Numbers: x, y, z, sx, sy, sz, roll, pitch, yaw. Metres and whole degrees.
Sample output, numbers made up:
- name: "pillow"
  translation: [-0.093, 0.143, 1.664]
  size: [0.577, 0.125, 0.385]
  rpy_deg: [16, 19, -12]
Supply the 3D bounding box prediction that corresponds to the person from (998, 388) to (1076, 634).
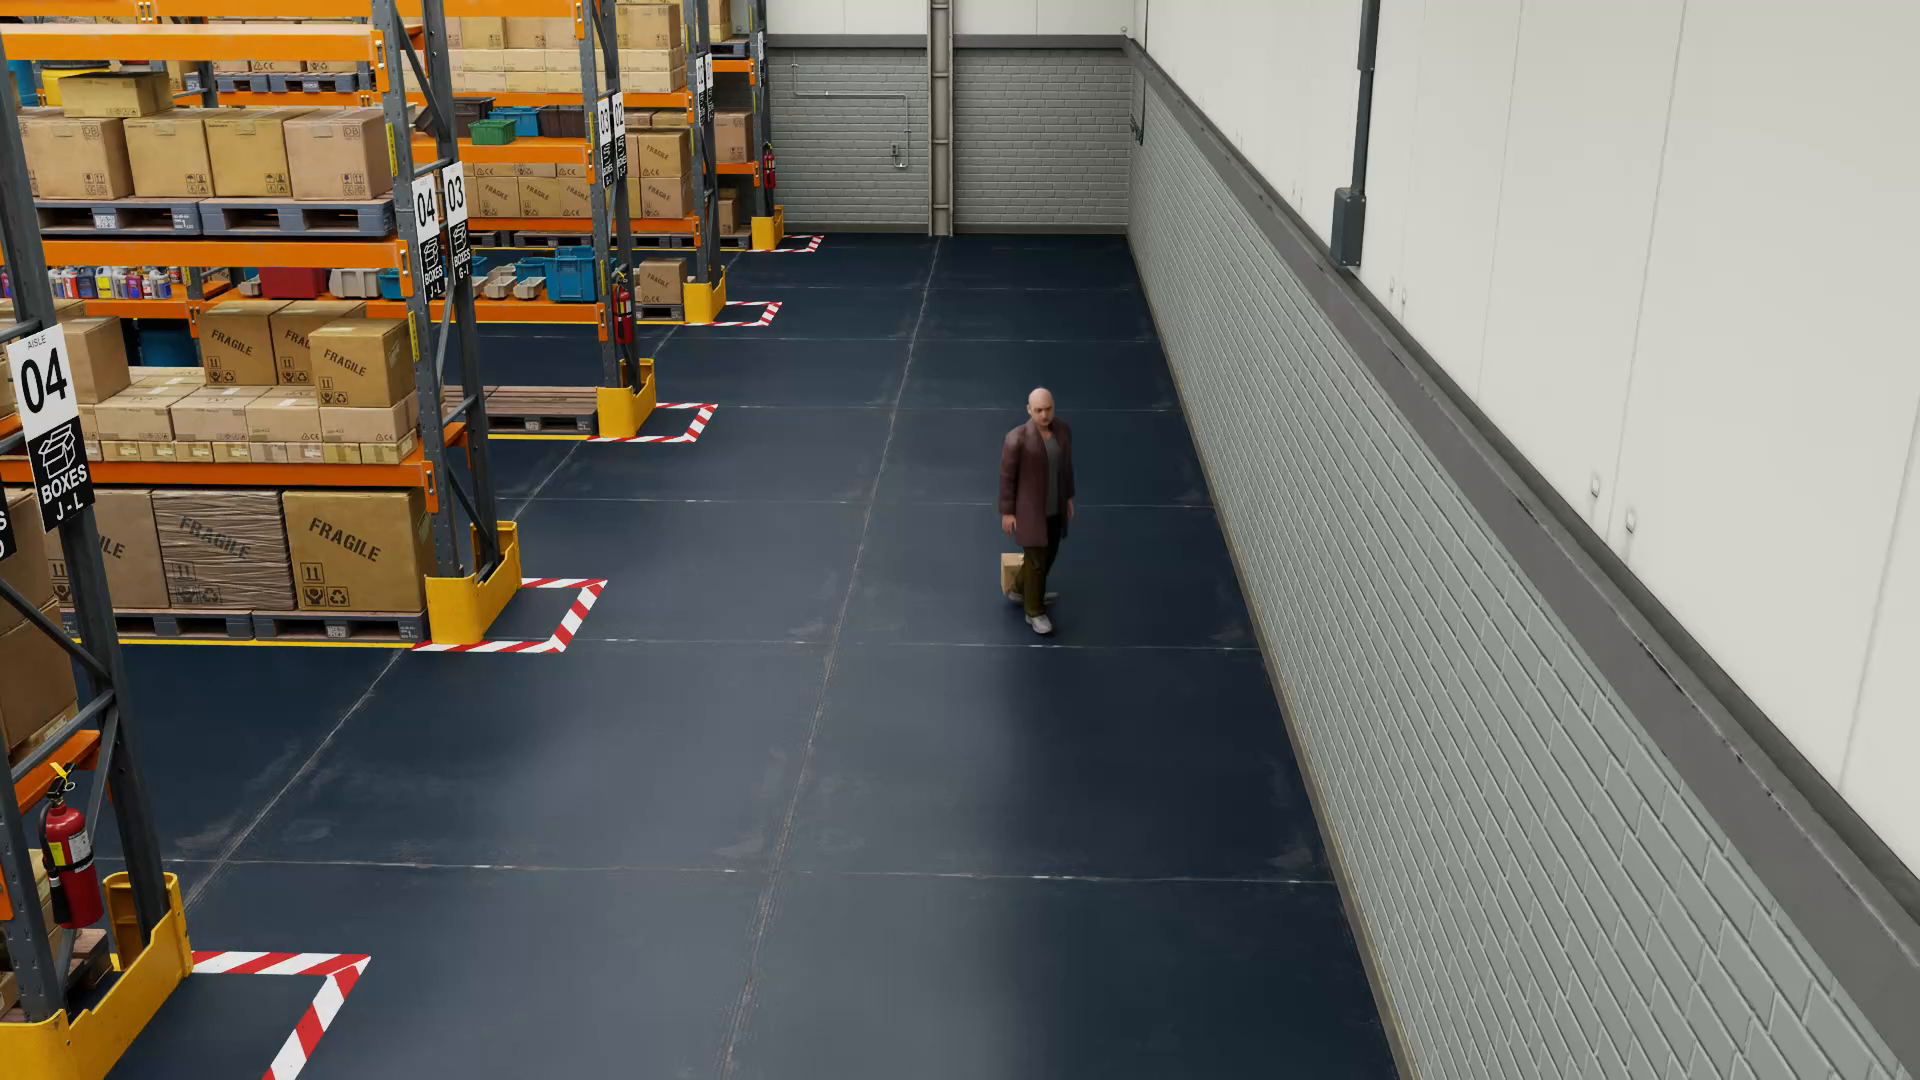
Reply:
- name: "person"
  translation: [0.528, -0.251, 11.770]
  size: [0.619, 1.766, 0.641]
  rpy_deg: [-14, 25, -34]
